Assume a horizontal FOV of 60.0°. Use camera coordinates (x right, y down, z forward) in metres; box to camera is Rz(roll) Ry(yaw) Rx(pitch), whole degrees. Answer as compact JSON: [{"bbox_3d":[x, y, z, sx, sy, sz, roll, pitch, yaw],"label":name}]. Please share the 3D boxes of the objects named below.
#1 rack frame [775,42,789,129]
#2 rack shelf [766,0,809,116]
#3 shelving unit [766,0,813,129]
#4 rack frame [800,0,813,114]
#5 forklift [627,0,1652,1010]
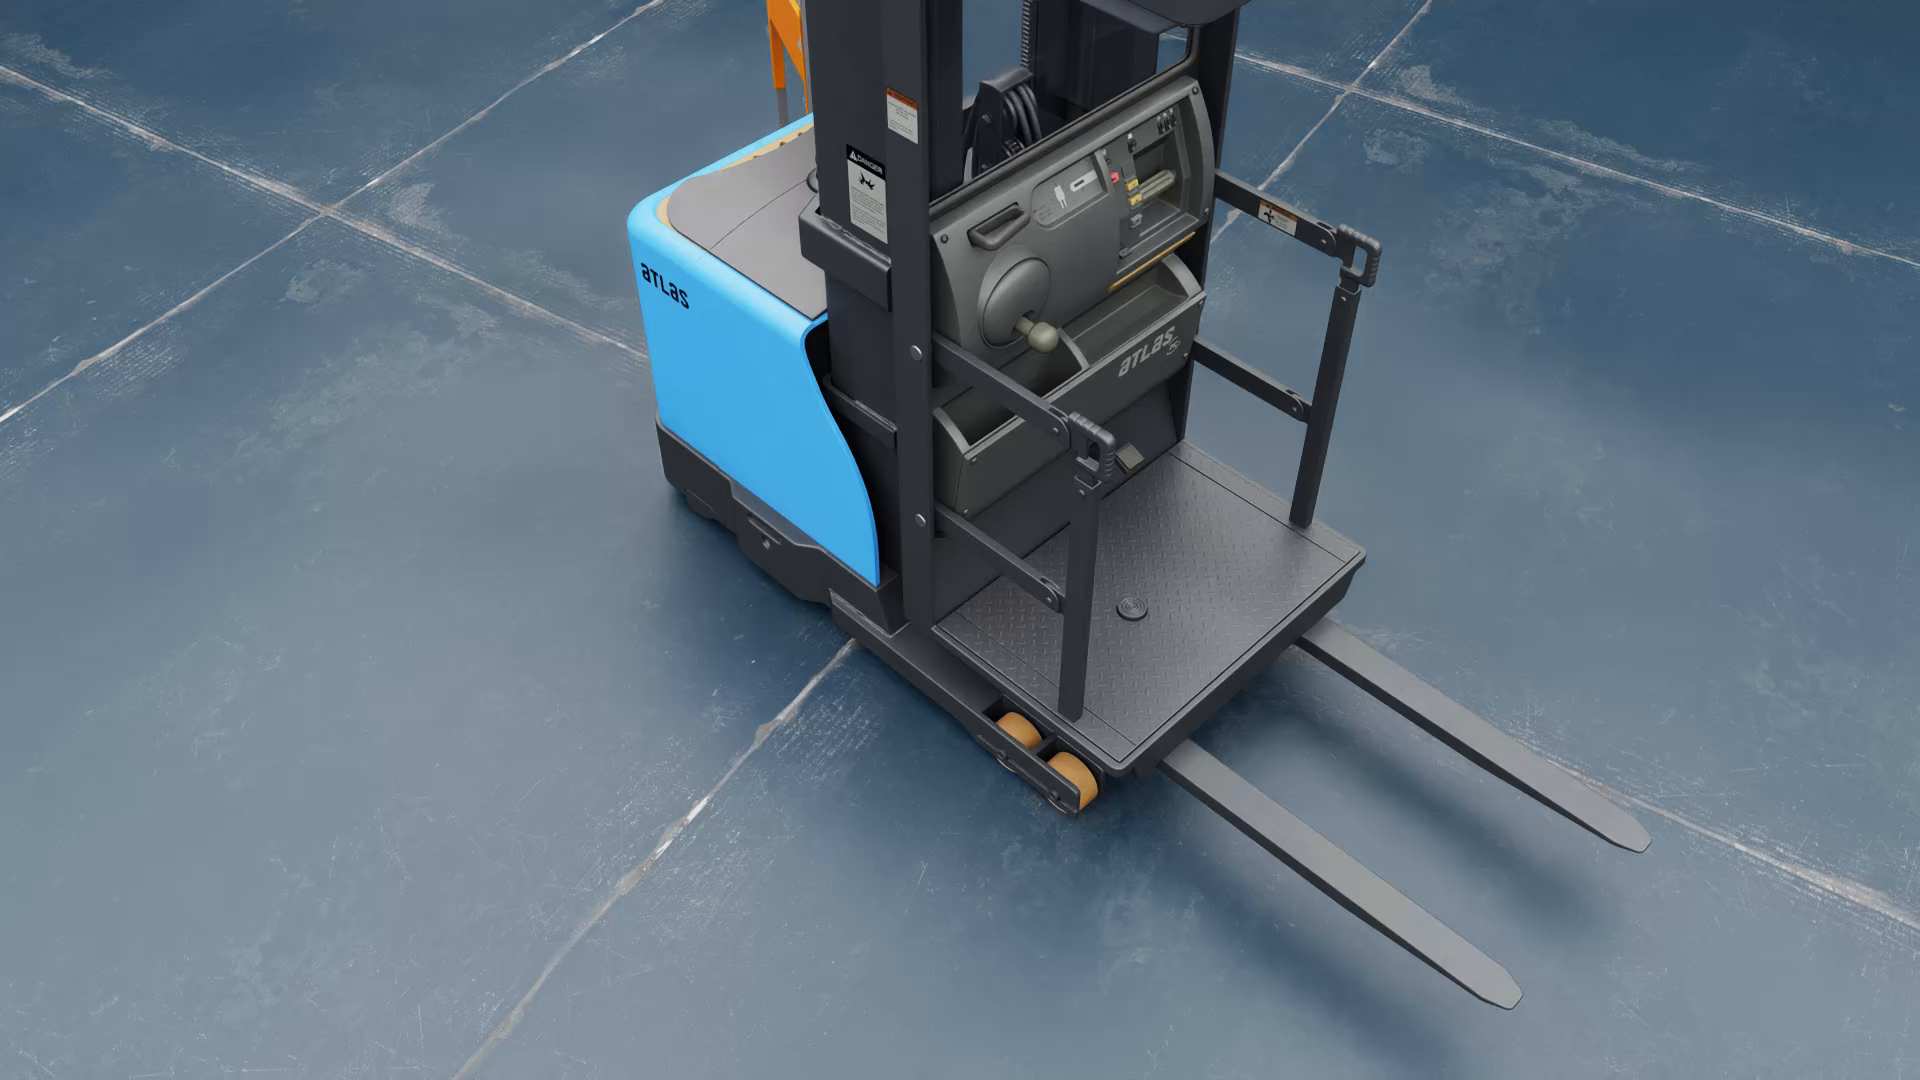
[{"bbox_3d":[-0.439,-1.780,5.515,0.400,2.100,0.015,-13,47,-13],"label":"rack frame"},{"bbox_3d":[-0.362,-1.607,5.362,0.431,0.518,0.480,-13,47,-13],"label":"rack shelf"},{"bbox_3d":[-0.362,-1.616,5.352,0.431,2.100,0.503,-13,47,-13],"label":"shelving unit"},{"bbox_3d":[-0.285,-1.453,5.188,0.400,2.100,0.015,-13,47,-13],"label":"rack frame"},{"bbox_3d":[0.445,-0.705,3.891,3.031,2.935,1.130,35,55,29],"label":"forklift"}]
